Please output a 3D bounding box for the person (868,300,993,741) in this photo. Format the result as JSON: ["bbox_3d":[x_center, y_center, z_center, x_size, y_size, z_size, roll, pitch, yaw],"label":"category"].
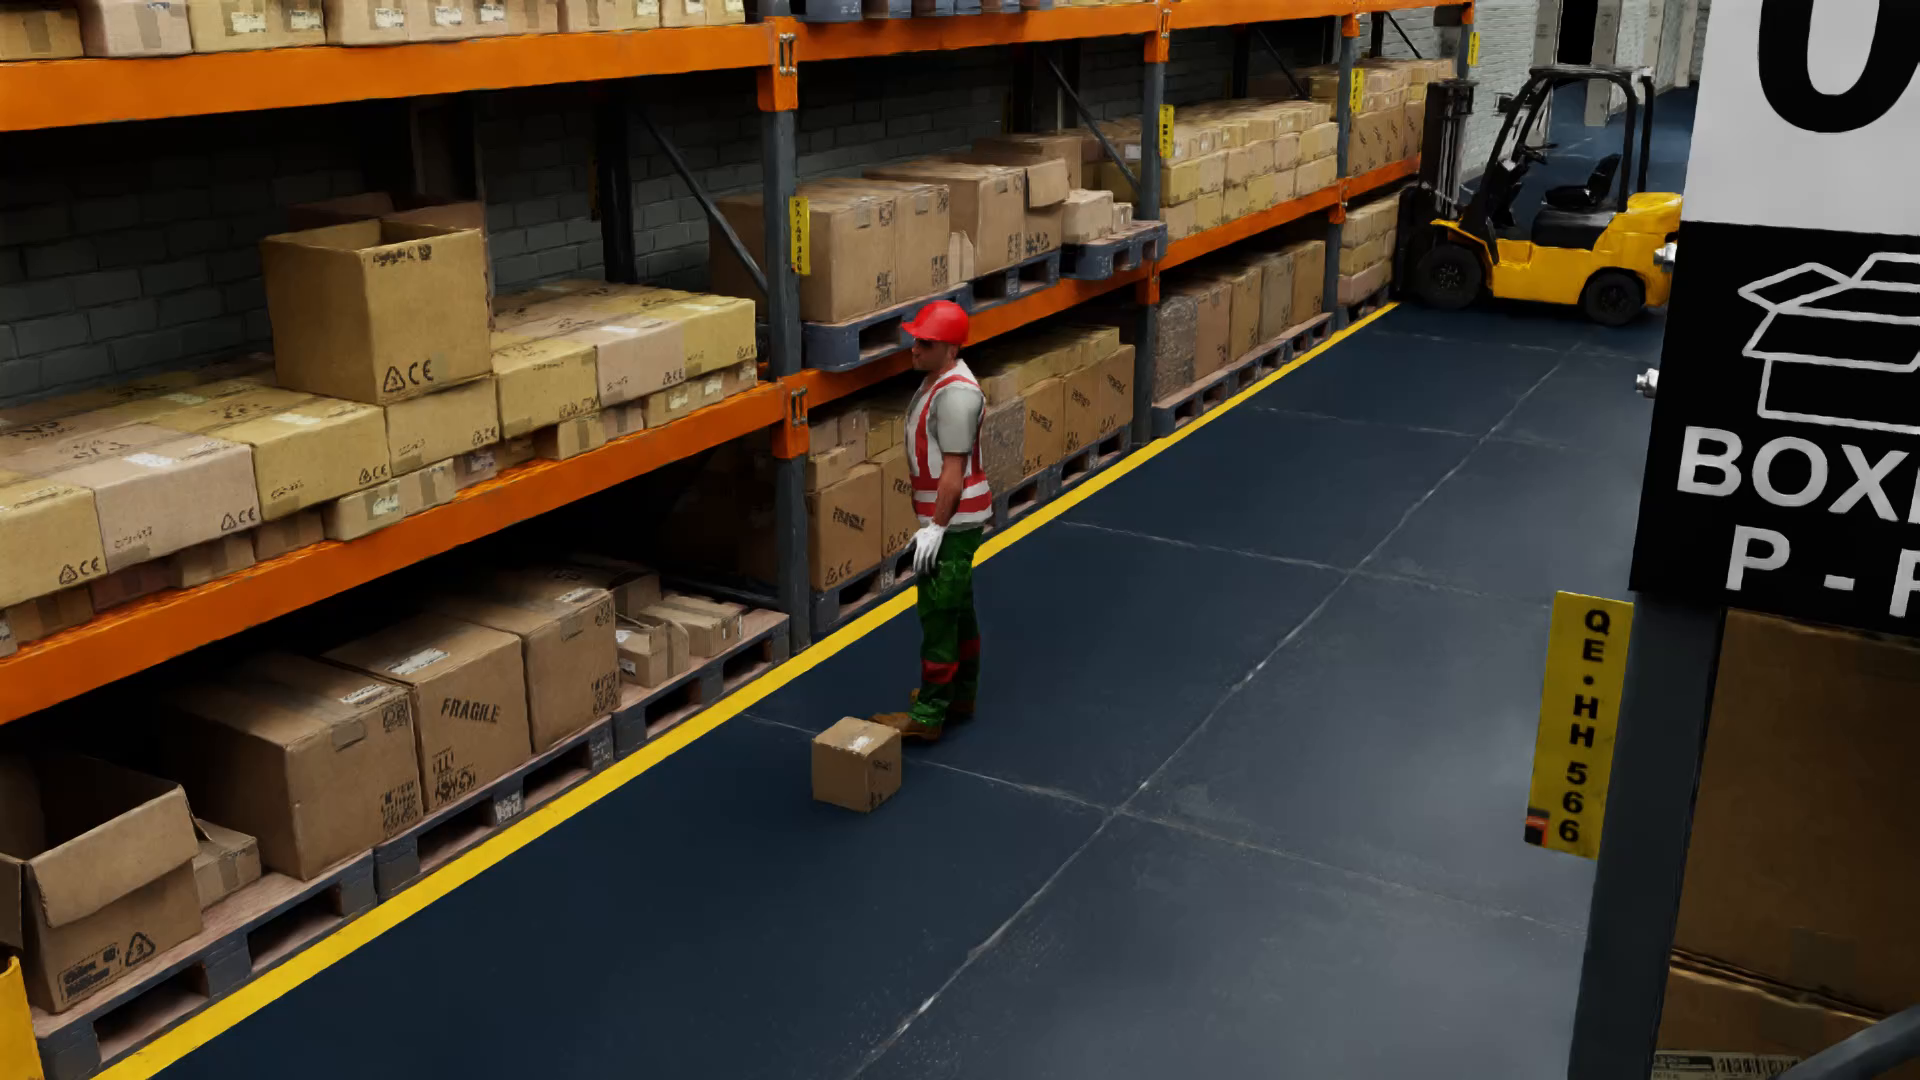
[{"bbox_3d":[-0.140,-0.084,6.695,0.514,1.794,0.621,-3,19,-8],"label":"person"}]
